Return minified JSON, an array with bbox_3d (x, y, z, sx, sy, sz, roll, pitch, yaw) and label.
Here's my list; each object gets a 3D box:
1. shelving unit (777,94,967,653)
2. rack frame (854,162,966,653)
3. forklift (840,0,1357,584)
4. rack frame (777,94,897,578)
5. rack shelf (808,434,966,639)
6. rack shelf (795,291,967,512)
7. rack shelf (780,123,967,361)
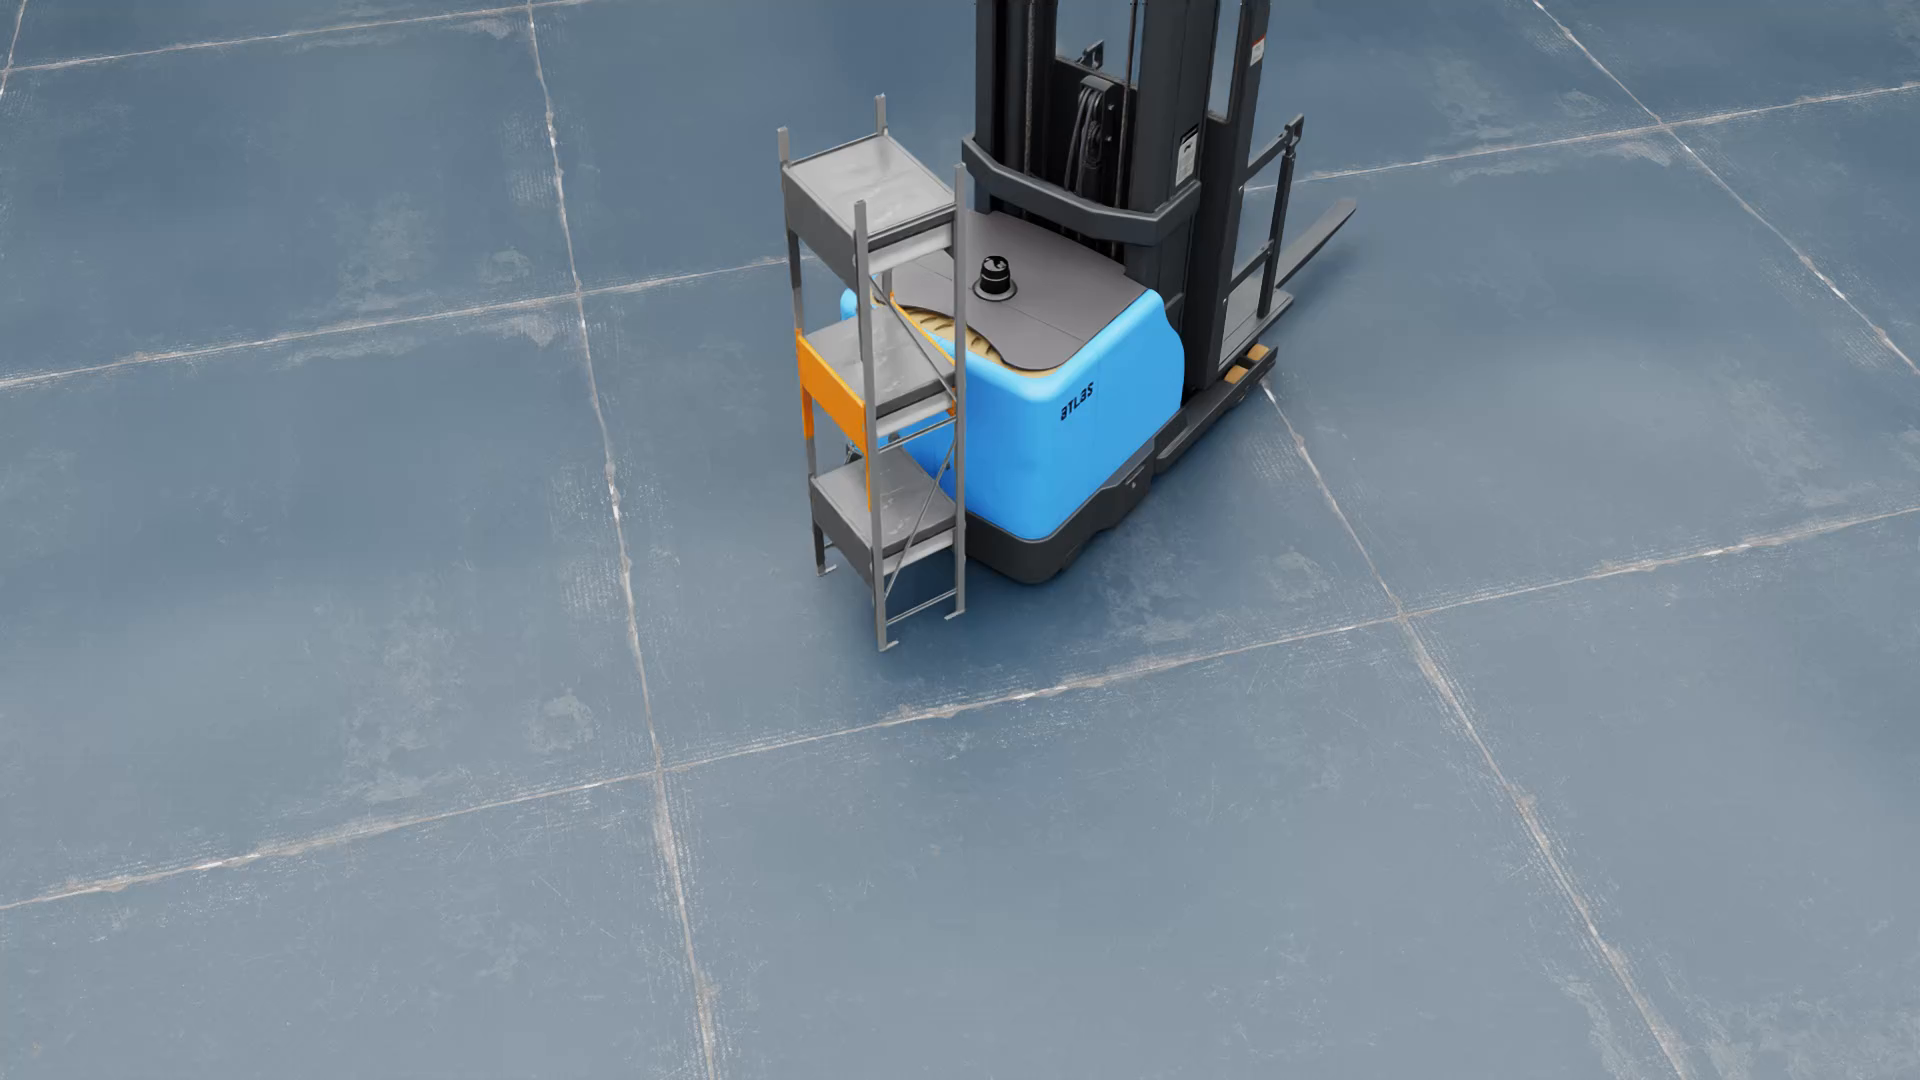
[{"bbox_3d":[-0.286,-0.516,6.036,0.431,2.100,0.503,-25,51,-22],"label":"shelving unit"},{"bbox_3d":[-0.153,-0.369,5.893,0.400,2.100,0.015,-25,51,-22],"label":"rack frame"},{"bbox_3d":[0.813,-1.853,6.764,1.130,2.935,3.031,29,52,25],"label":"forklift"},{"bbox_3d":[-0.419,-0.662,6.179,0.400,2.100,0.015,-25,51,-22],"label":"rack frame"},{"bbox_3d":[-0.286,-0.016,6.546,0.431,0.518,0.480,-25,51,-22],"label":"rack shelf"},{"bbox_3d":[-0.286,-0.506,6.046,0.431,0.518,0.480,-25,51,-22],"label":"rack shelf"},{"bbox_3d":[-0.286,-0.996,5.546,0.431,0.518,0.480,-25,51,-22],"label":"rack shelf"}]
